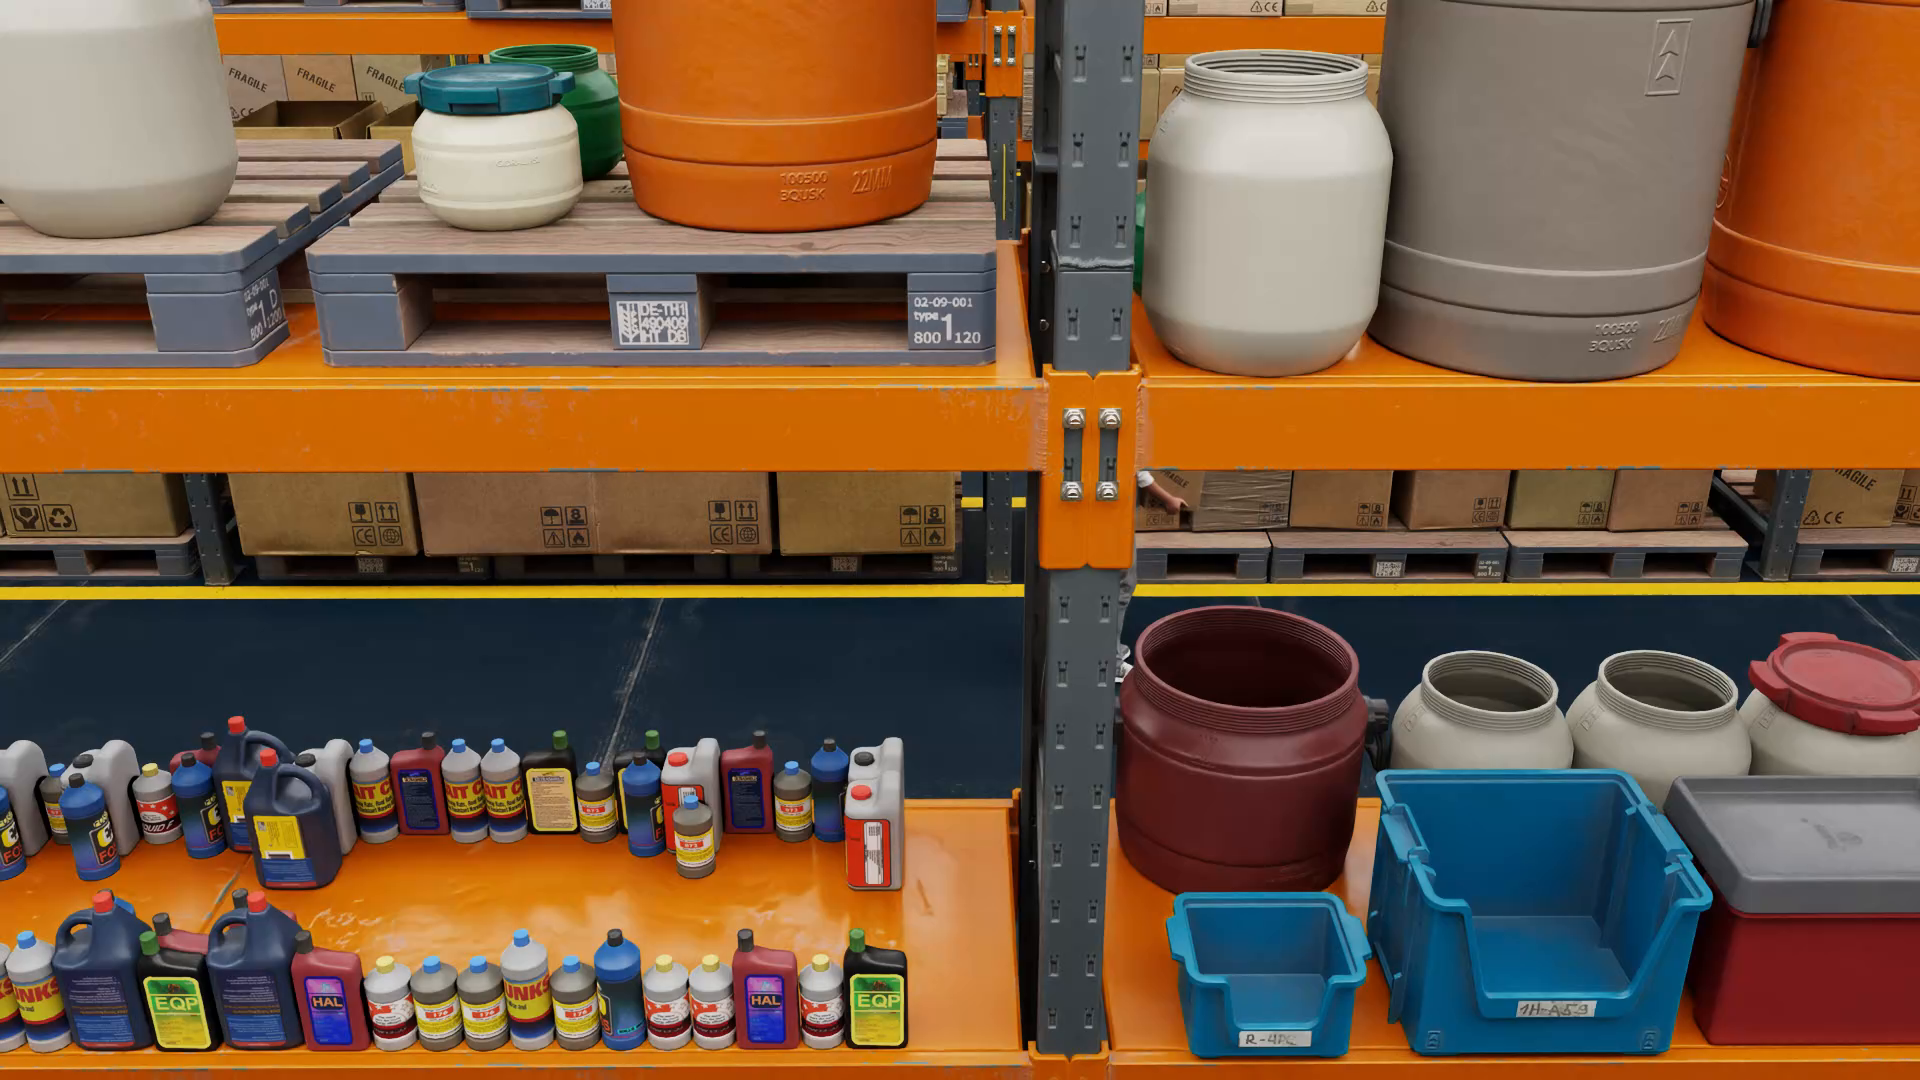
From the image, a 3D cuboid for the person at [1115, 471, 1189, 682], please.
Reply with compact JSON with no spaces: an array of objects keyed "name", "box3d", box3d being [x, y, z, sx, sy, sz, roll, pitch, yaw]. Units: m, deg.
[{"name":"person","box3d":[0.739,-0.123,7.393,0.488,1.592,0.405,-4,25,-10]}]
